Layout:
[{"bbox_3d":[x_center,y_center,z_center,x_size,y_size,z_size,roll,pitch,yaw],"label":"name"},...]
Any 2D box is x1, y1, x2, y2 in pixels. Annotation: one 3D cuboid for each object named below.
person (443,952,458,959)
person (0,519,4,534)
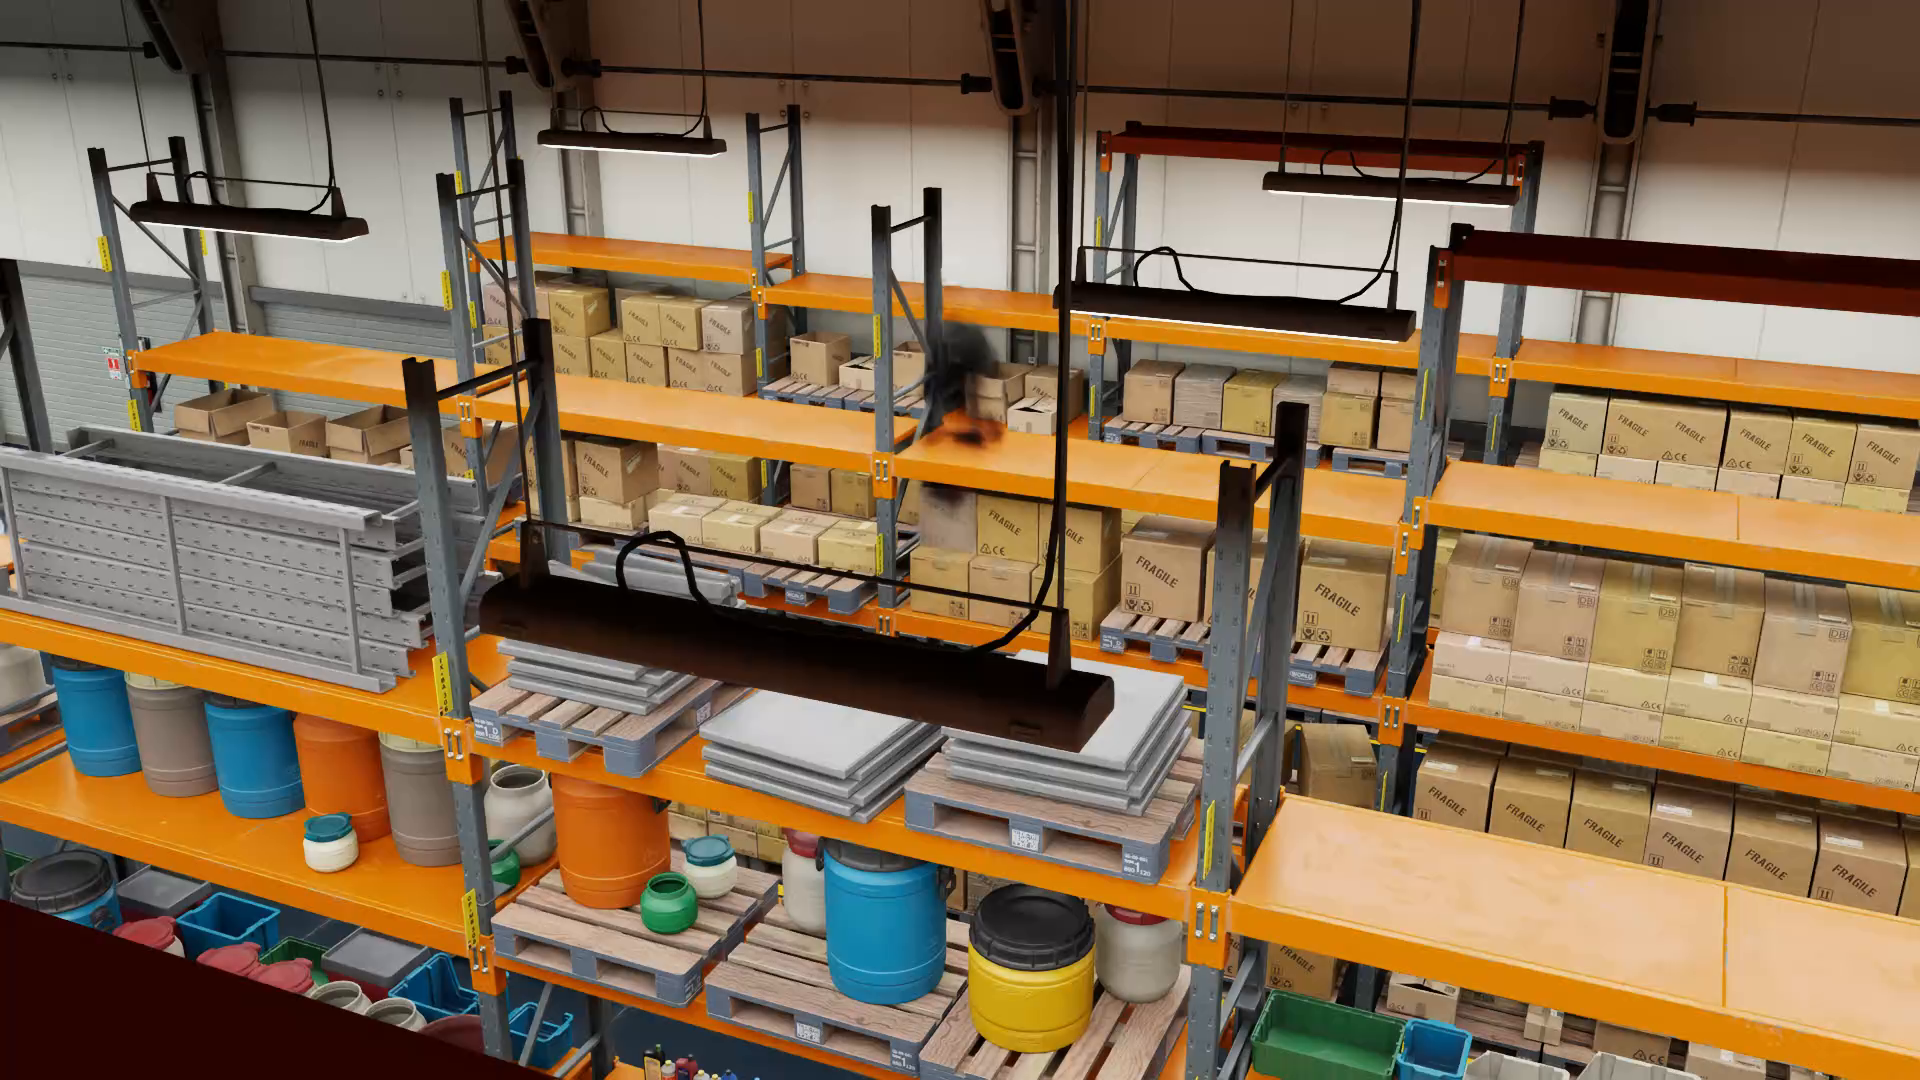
[{"bbox_3d":[-3.908,2.697,13.238,0.833,1.703,0.665,8,22,20],"label":"person"},{"bbox_3d":[-11.382,0.281,19.542,0.738,1.643,0.643,-16,26,-36],"label":"person"}]
